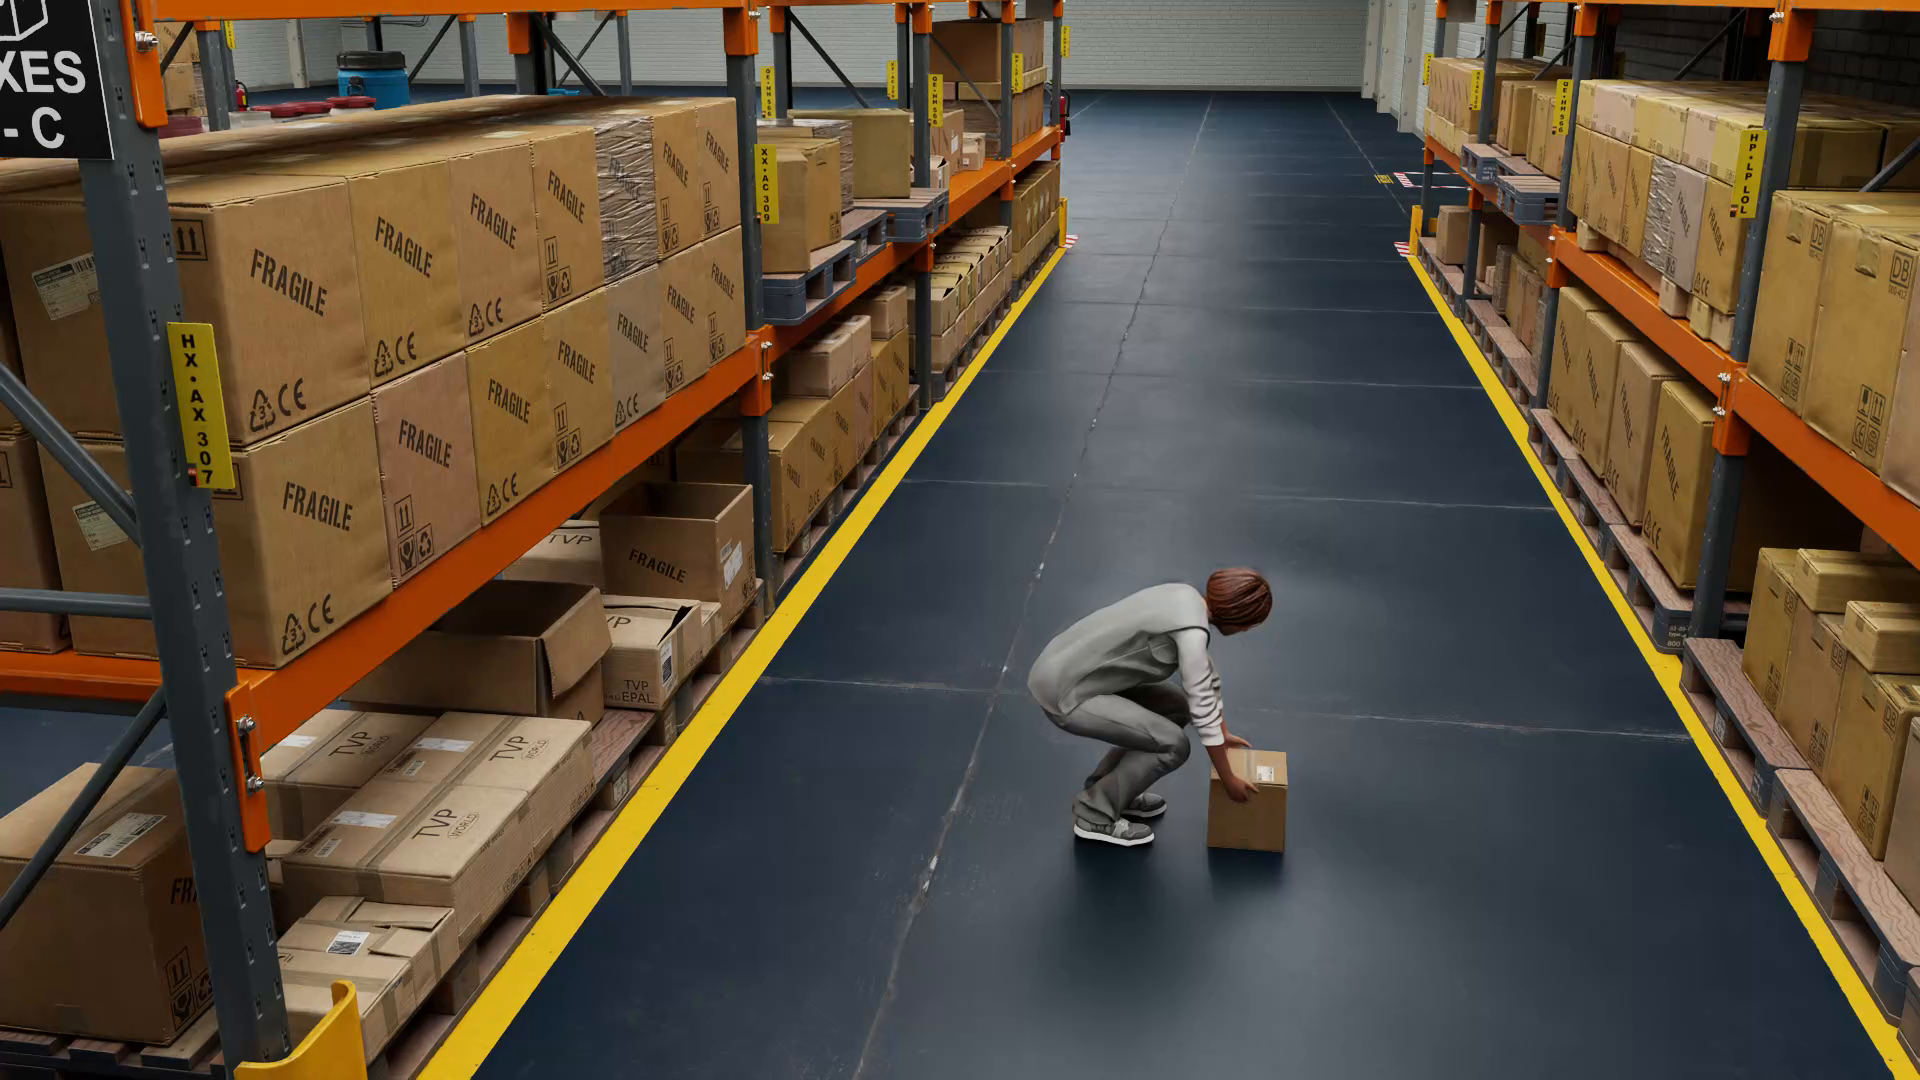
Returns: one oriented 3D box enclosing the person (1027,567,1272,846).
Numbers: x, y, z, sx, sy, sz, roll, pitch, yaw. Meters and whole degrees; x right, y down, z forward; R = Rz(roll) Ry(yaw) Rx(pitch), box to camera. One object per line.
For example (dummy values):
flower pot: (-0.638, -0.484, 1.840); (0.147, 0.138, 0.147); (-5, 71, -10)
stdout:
person: (0.620, 0.532, 5.541); (0.788, 0.919, 0.451); (3, 18, 9)
